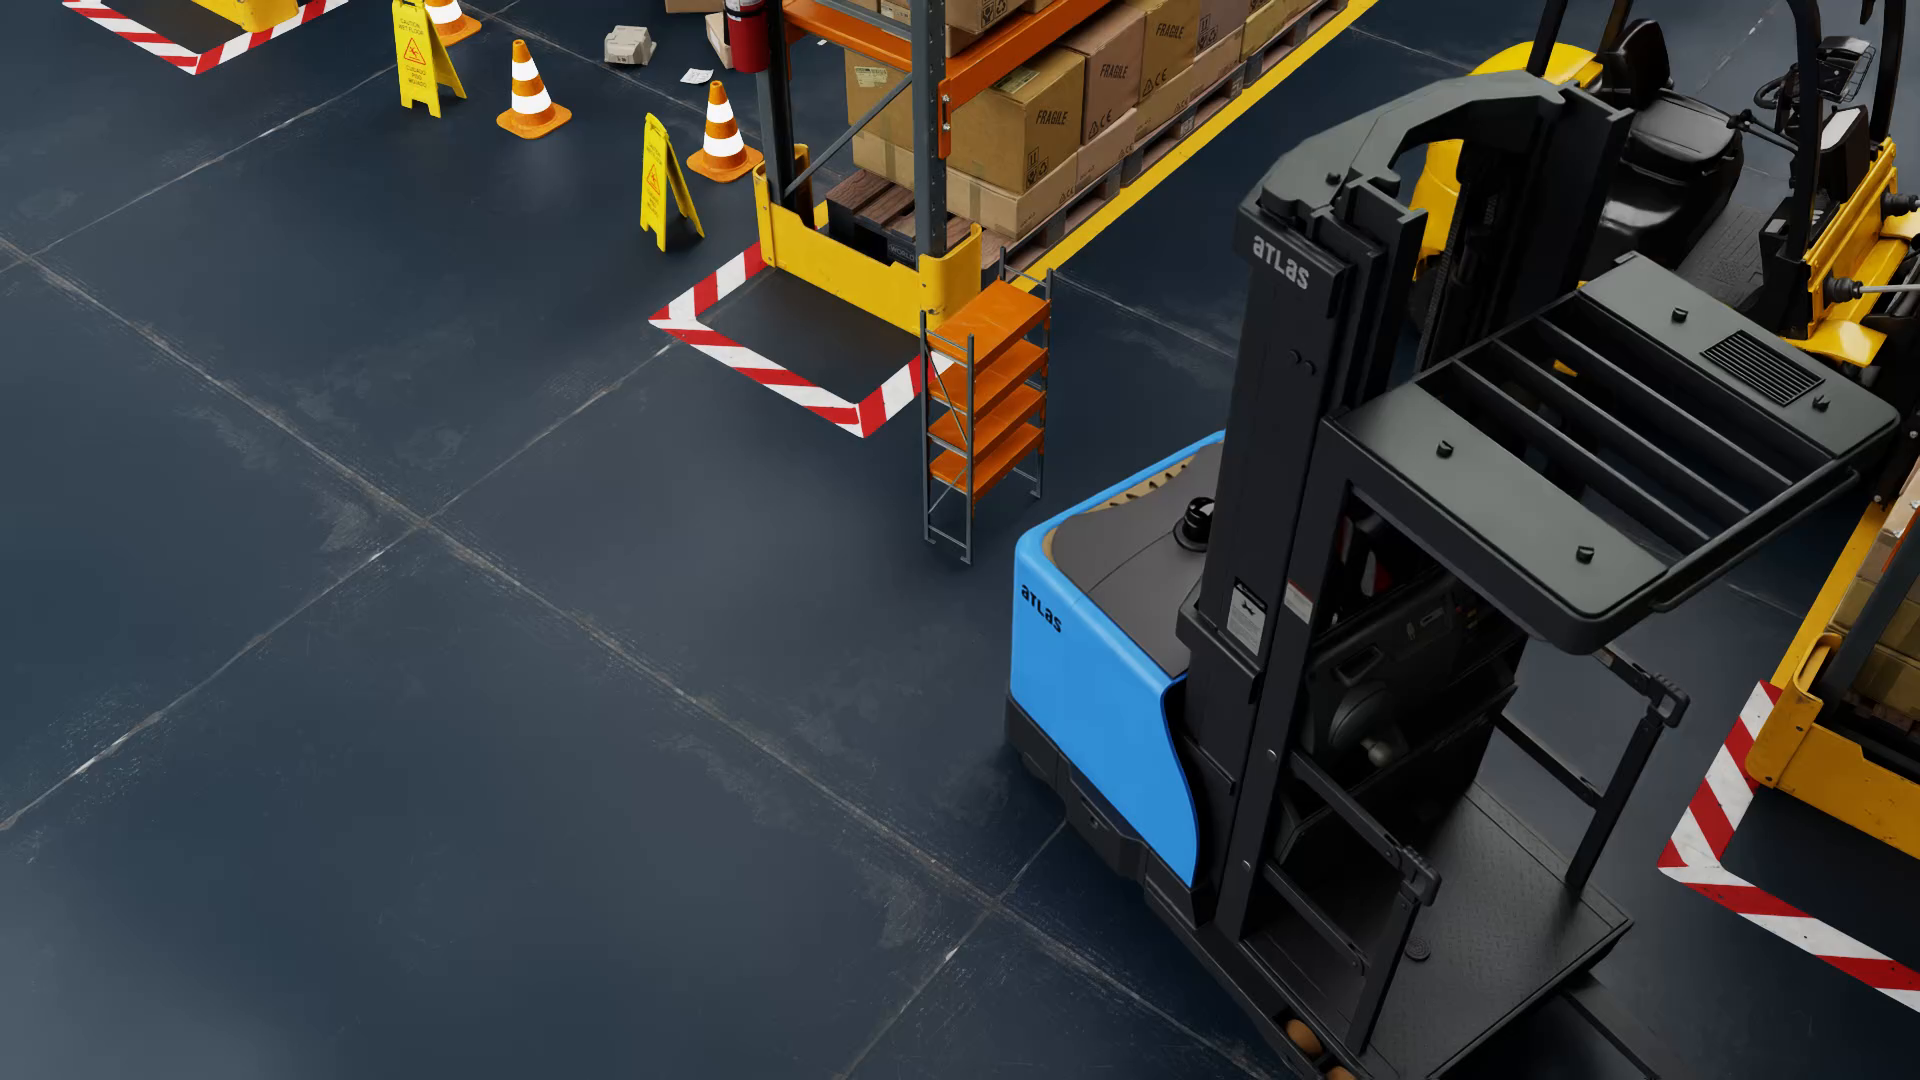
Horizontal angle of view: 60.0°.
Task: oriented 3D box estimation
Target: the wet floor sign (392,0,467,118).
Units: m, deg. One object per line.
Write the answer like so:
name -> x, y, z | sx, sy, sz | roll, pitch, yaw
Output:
wet floor sign -> -2.919, -2.657, 9.007 | 0.267, 0.644, 0.232 | 21, 50, 19

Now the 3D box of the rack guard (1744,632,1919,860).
rack guard -> 3.426, 0.837, 5.769 | 1.175, 0.500, 0.348 | 29, 53, 25

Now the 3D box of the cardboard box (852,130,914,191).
cardboard box -> -0.193, -2.023, 8.383 | 0.500, 0.250, 0.500 | 29, 53, 25

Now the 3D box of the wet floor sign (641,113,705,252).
wet floor sign -> -1.452, -1.783, 8.172 | 0.232, 0.644, 0.267 | -25, 51, -22

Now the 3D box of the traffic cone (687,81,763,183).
traffic cone -> -1.247, -2.172, 8.670 | 0.336, 0.463, 0.334 | 29, 53, 25

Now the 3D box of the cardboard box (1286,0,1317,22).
cardboard box -> 1.808, -3.259, 9.565 | 0.500, 0.250, 0.500 | 32, 54, 27

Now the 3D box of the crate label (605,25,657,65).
crate label -> -1.902, -2.833, 9.526 | 0.250, 0.136, 0.298 | 6, 47, 5

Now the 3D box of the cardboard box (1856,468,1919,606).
cardboard box -> 3.476, 0.018, 5.743 | 0.500, 0.250, 0.500 | 31, 54, 26

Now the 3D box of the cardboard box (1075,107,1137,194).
cardboard box -> 0.541, -2.055, 8.415 | 0.500, 0.250, 0.500 | 31, 54, 26

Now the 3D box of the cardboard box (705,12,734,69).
cardboard box -> -1.287, -2.890, 9.572 | 0.250, 0.149, 0.380 | -17, 49, -15

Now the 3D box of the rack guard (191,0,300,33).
rack guard -> -4.483, -3.485, 9.898 | 1.175, 0.500, 0.348 | 29, 53, 25

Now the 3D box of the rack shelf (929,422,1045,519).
rack shelf -> 0.101, -0.326, 6.764 | 0.258, 0.148, 0.480 | 29, 53, 25

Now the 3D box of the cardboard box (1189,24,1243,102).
cardboard box -> 1.176, -2.661, 8.993 | 0.500, 0.250, 0.500 | 30, 53, 26

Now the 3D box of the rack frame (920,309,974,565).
rack frame -> -0.048, -0.370, 6.438 | 0.240, 1.200, 0.015 | 29, 53, 25

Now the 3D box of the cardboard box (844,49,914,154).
cardboard box -> -0.206, -2.260, 8.092 | 0.500, 0.500, 0.500 | 30, 53, 25

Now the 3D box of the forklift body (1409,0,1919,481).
forklift body -> 3.157, -1.638, 6.992 | 2.313, 2.155, 1.214 | 29, 53, 25

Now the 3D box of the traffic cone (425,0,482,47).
traffic cone -> -3.020, -3.162, 9.616 | 0.336, 0.463, 0.334 | 29, 53, 25

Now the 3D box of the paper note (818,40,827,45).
paper note -> -0.779, -2.915, 9.692 | 0.032, 0.001, 0.123 | 29, 53, 25

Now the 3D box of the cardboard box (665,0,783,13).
cardboard box -> -1.419, -3.494, 9.904 | 0.797, 0.503, 0.637 | -2, 46, -2

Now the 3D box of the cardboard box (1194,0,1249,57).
cardboard box -> 1.186, -2.934, 8.735 | 0.500, 0.500, 0.500 | 32, 54, 27

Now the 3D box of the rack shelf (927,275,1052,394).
rack shelf -> 0.101, -0.781, 6.287 | 0.258, 0.148, 0.480 | 29, 53, 25

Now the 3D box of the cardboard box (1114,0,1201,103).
cardboard box -> 0.866, -2.624, 8.439 | 0.500, 0.500, 0.500 | 30, 53, 26

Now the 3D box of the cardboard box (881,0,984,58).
cardboard box -> -0.118, -2.248, 7.162 | 0.380, 0.149, 0.250 | 29, 53, 25

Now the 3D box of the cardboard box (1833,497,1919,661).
cardboard box -> 3.491, 0.176, 5.938 | 0.500, 0.250, 0.500 | 29, 53, 25

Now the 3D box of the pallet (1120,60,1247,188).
pallet -> 0.828, -2.457, 9.115 | 1.003, 0.211, 1.213 | 29, 53, 25

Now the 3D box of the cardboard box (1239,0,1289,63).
cardboard box -> 1.490, -2.950, 9.269 | 0.500, 0.250, 0.500 | 28, 52, 24

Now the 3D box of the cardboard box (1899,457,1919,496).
cardboard box -> 3.783, -0.277, 6.024 | 0.500, 0.250, 0.500 | 30, 53, 26

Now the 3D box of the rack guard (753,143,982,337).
rack guard -> -0.443, -1.412, 7.918 | 1.175, 0.500, 0.348 | 29, 53, 25

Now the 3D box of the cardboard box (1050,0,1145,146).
cardboard box -> 0.553, -2.341, 8.169 | 0.500, 0.500, 0.500 | 27, 52, 24

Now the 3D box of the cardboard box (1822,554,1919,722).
cardboard box -> 3.478, 0.356, 6.111 | 0.500, 0.250, 0.500 | 30, 53, 25

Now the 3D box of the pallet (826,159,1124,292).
pallet -> 0.082, -1.762, 8.451 | 1.003, 0.211, 1.213 | 29, 53, 25

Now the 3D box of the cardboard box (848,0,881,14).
cardboard box -> -0.430, -2.454, 7.358 | 0.380, 0.149, 0.250 | 31, 54, 26

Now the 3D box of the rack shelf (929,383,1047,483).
rack shelf -> 0.101, -0.463, 6.620 | 0.258, 0.148, 0.480 | 29, 53, 25

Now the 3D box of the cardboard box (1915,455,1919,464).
cardboard box -> 4.105, -0.411, 6.499 | 0.500, 0.250, 0.500 | 28, 52, 24

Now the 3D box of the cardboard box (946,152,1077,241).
cardboard box -> 0.223, -1.767, 8.139 | 0.500, 0.250, 0.500 | 29, 53, 25

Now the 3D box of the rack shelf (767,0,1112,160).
rack shelf -> 0.734, -3.128, 8.326 | 1.077, 0.370, 4.000 | 29, 53, 25

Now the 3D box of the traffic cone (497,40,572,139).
traffic cone -> -2.333, -2.468, 8.953 | 0.336, 0.463, 0.334 | 29, 53, 25

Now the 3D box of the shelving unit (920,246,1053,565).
shelving unit -> 0.101, -0.509, 6.571 | 0.258, 1.200, 0.503 | 29, 53, 25

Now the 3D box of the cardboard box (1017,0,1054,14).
cardboard box -> 0.252, -2.515, 7.416 | 0.380, 0.149, 0.250 | 28, 52, 24

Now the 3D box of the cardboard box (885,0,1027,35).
cardboard box -> 0.020, -2.518, 6.971 | 0.500, 0.500, 0.500 | 28, 53, 24

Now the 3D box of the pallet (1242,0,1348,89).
pallet -> 1.574, -3.158, 9.785 | 1.003, 0.211, 1.213 | 29, 53, 25

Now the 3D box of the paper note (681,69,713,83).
paper note -> -1.486, -2.627, 9.403 | 0.148, 0.019, 0.142 | 13, 48, 12

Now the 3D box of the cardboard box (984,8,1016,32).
cardboard box -> 0.025, -2.399, 7.306 | 0.380, 0.149, 0.250 | 30, 53, 26

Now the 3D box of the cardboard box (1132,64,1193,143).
cardboard box -> 0.865, -2.373, 8.718 | 0.500, 0.250, 0.500 | 33, 54, 27

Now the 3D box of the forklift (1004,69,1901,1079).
forklift -> 1.429, 0.387, 4.518 | 1.130, 2.935, 3.031 | -27, 52, -24

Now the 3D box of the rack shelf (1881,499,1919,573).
rack shelf -> 4.664, -0.936, 6.232 | 1.077, 0.370, 4.000 | 29, 53, 25

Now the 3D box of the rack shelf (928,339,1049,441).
rack shelf -> 0.101, -0.617, 6.458 | 0.258, 0.148, 0.480 | 29, 53, 25

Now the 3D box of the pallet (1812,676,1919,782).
pallet -> 3.876, 0.467, 6.322 | 1.003, 0.211, 1.213 | 29, 53, 25

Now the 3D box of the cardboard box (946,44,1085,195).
cardboard box -> 0.237, -2.039, 7.881 | 0.500, 0.500, 0.500 | 28, 52, 24

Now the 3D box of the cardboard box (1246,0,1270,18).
cardboard box -> 1.498, -3.226, 9.015 | 0.500, 0.500, 0.500 | 30, 53, 26

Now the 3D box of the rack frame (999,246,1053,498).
rack frame -> 0.250, -0.649, 6.705 | 0.240, 1.200, 0.015 | 29, 53, 25

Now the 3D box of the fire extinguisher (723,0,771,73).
fire extinguisher -> -0.924, -2.344, 7.132 | 0.296, 0.674, 0.183 | 29, 53, 25

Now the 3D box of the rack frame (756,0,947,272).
rack frame -> -0.489, -2.232, 6.972 | 1.000, 3.000, 0.127 | 29, 53, 25

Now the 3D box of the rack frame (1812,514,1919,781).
rack frame -> 3.441, -0.040, 4.878 | 1.000, 3.000, 0.127 | 29, 53, 25
